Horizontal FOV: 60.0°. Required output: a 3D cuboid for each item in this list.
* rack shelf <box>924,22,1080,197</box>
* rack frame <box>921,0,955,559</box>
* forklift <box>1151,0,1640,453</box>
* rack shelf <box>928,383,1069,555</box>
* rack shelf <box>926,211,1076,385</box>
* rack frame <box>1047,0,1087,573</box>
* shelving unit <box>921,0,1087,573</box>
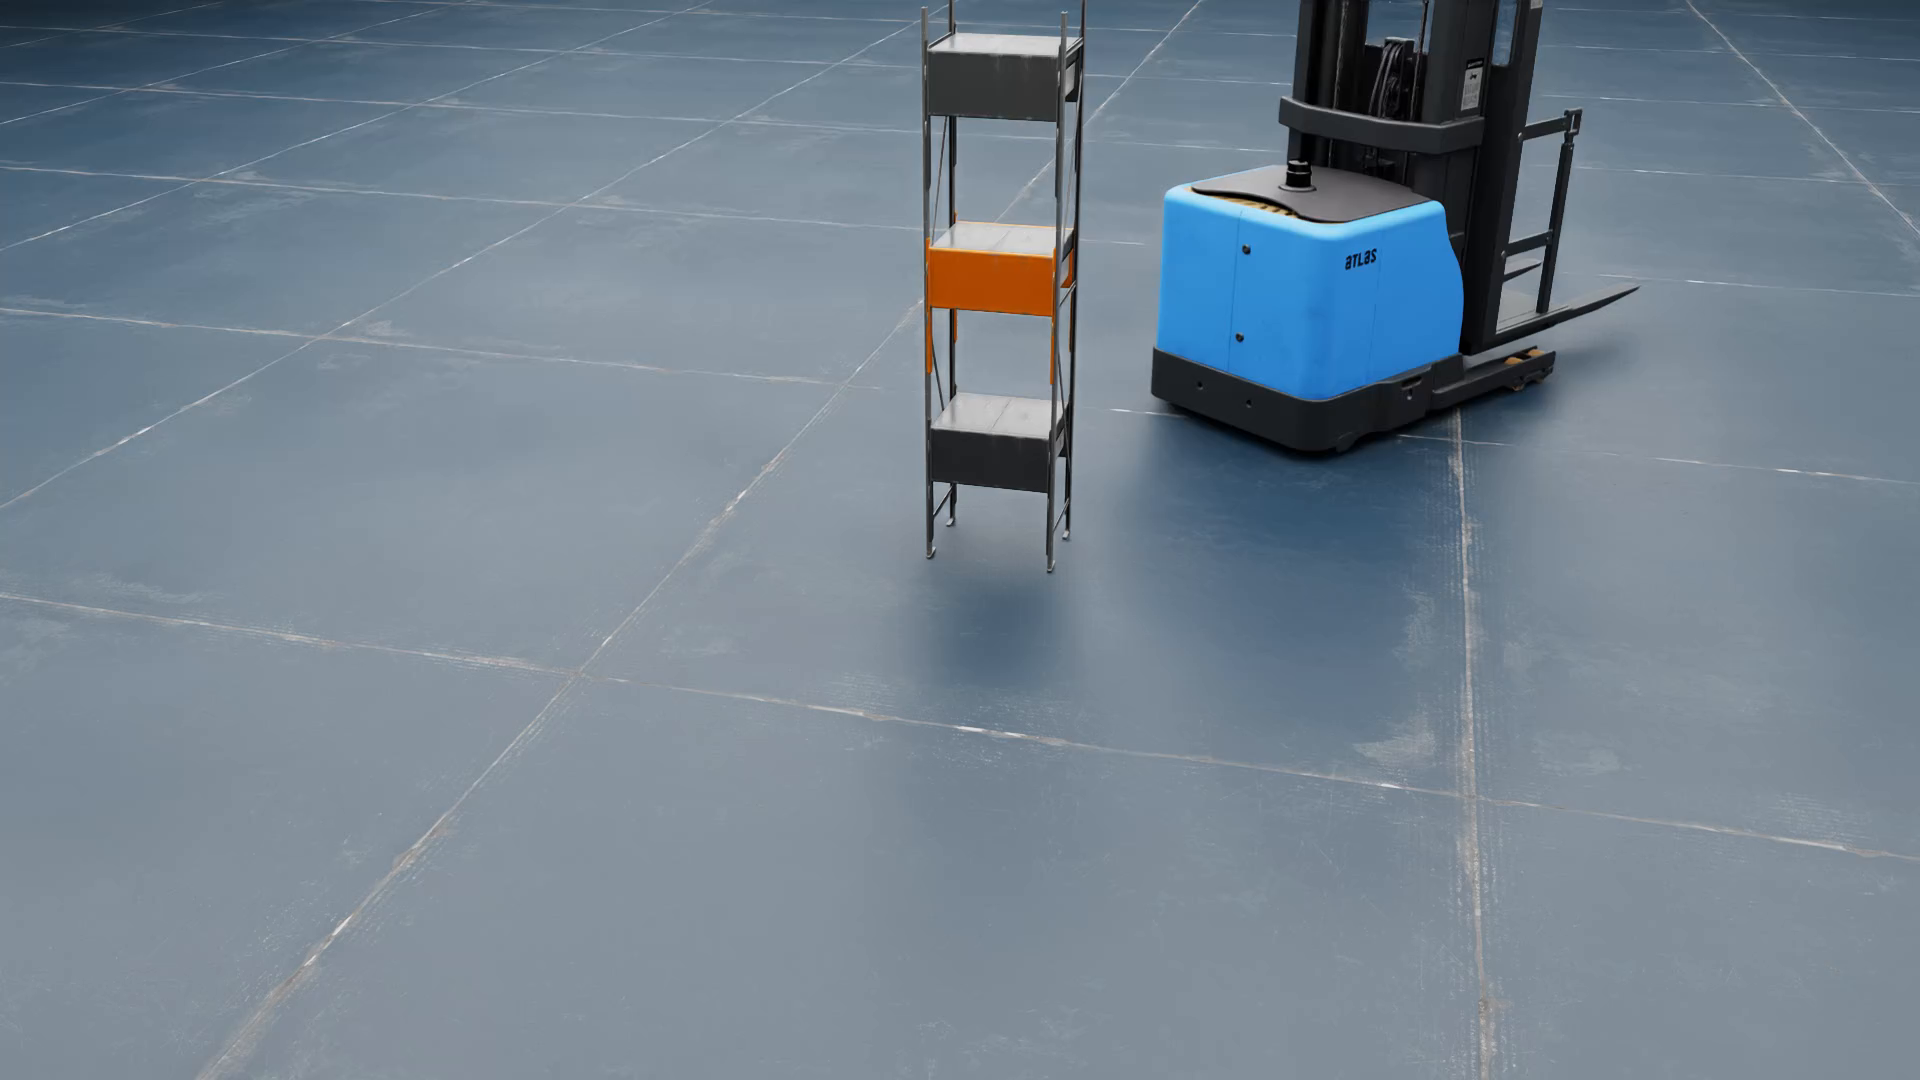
[{"bbox_3d":[0.160,-1.550,5.966,0.480,0.518,0.431,6,26,13],"label":"rack shelf"},{"bbox_3d":[-0.076,-0.956,6.316,0.015,2.100,0.400,6,26,13],"label":"rack frame"},{"bbox_3d":[2.384,-2.223,8.010,3.031,2.935,1.130,-20,32,-35],"label":"forklift"},{"bbox_3d":[0.160,-0.286,6.568,0.480,0.518,0.431,6,26,13],"label":"rack shelf"},{"bbox_3d":[0.160,-0.918,6.267,0.480,0.518,0.431,6,26,13],"label":"rack shelf"},{"bbox_3d":[0.397,-0.904,6.207,0.015,2.100,0.400,6,26,13],"label":"rack frame"},{"bbox_3d":[0.160,-0.930,6.261,0.503,2.100,0.431,6,26,13],"label":"shelving unit"}]
